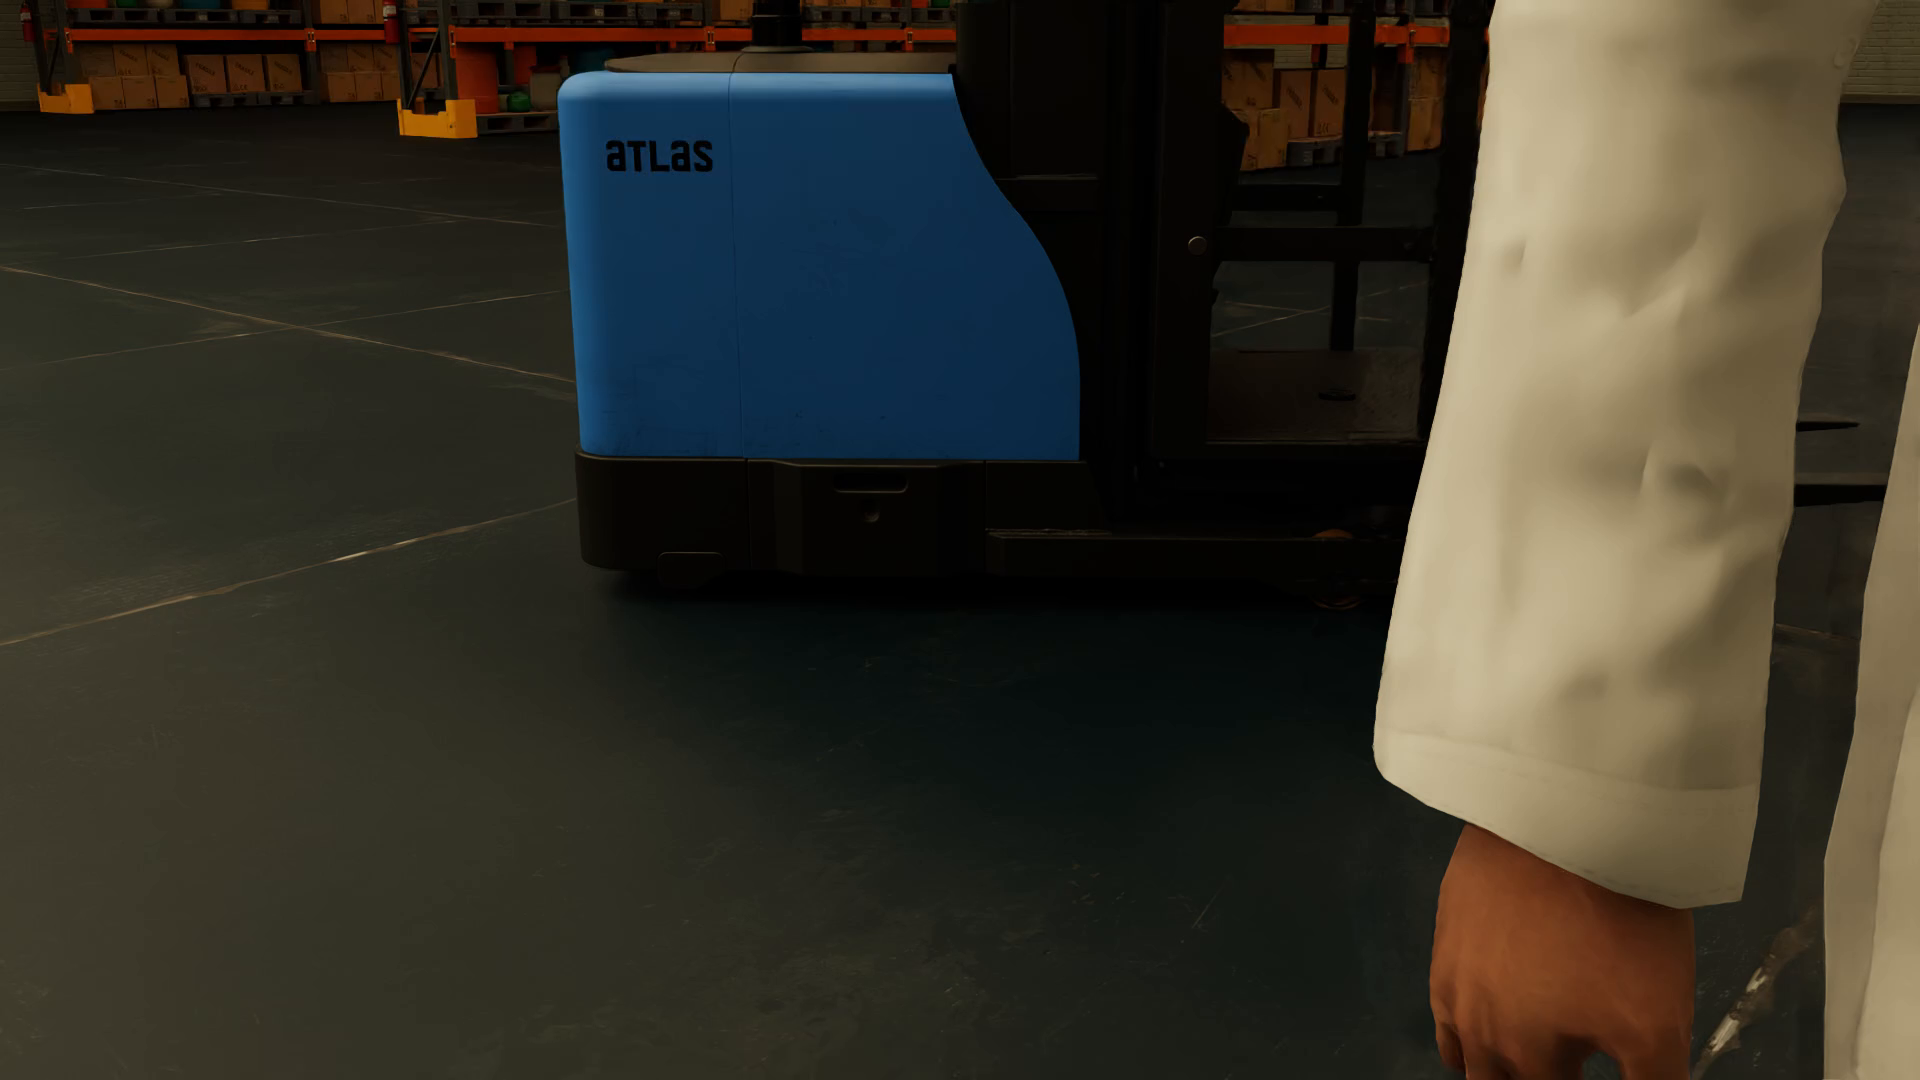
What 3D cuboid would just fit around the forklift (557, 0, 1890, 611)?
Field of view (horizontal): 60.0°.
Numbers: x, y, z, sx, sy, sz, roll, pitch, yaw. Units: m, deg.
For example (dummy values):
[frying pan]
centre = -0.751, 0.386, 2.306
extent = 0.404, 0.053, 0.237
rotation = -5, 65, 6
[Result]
[forklift]
centre = 0.712, -1.411, 3.545
extent = 3.031, 2.935, 1.130
rotation = 0, 17, 2
